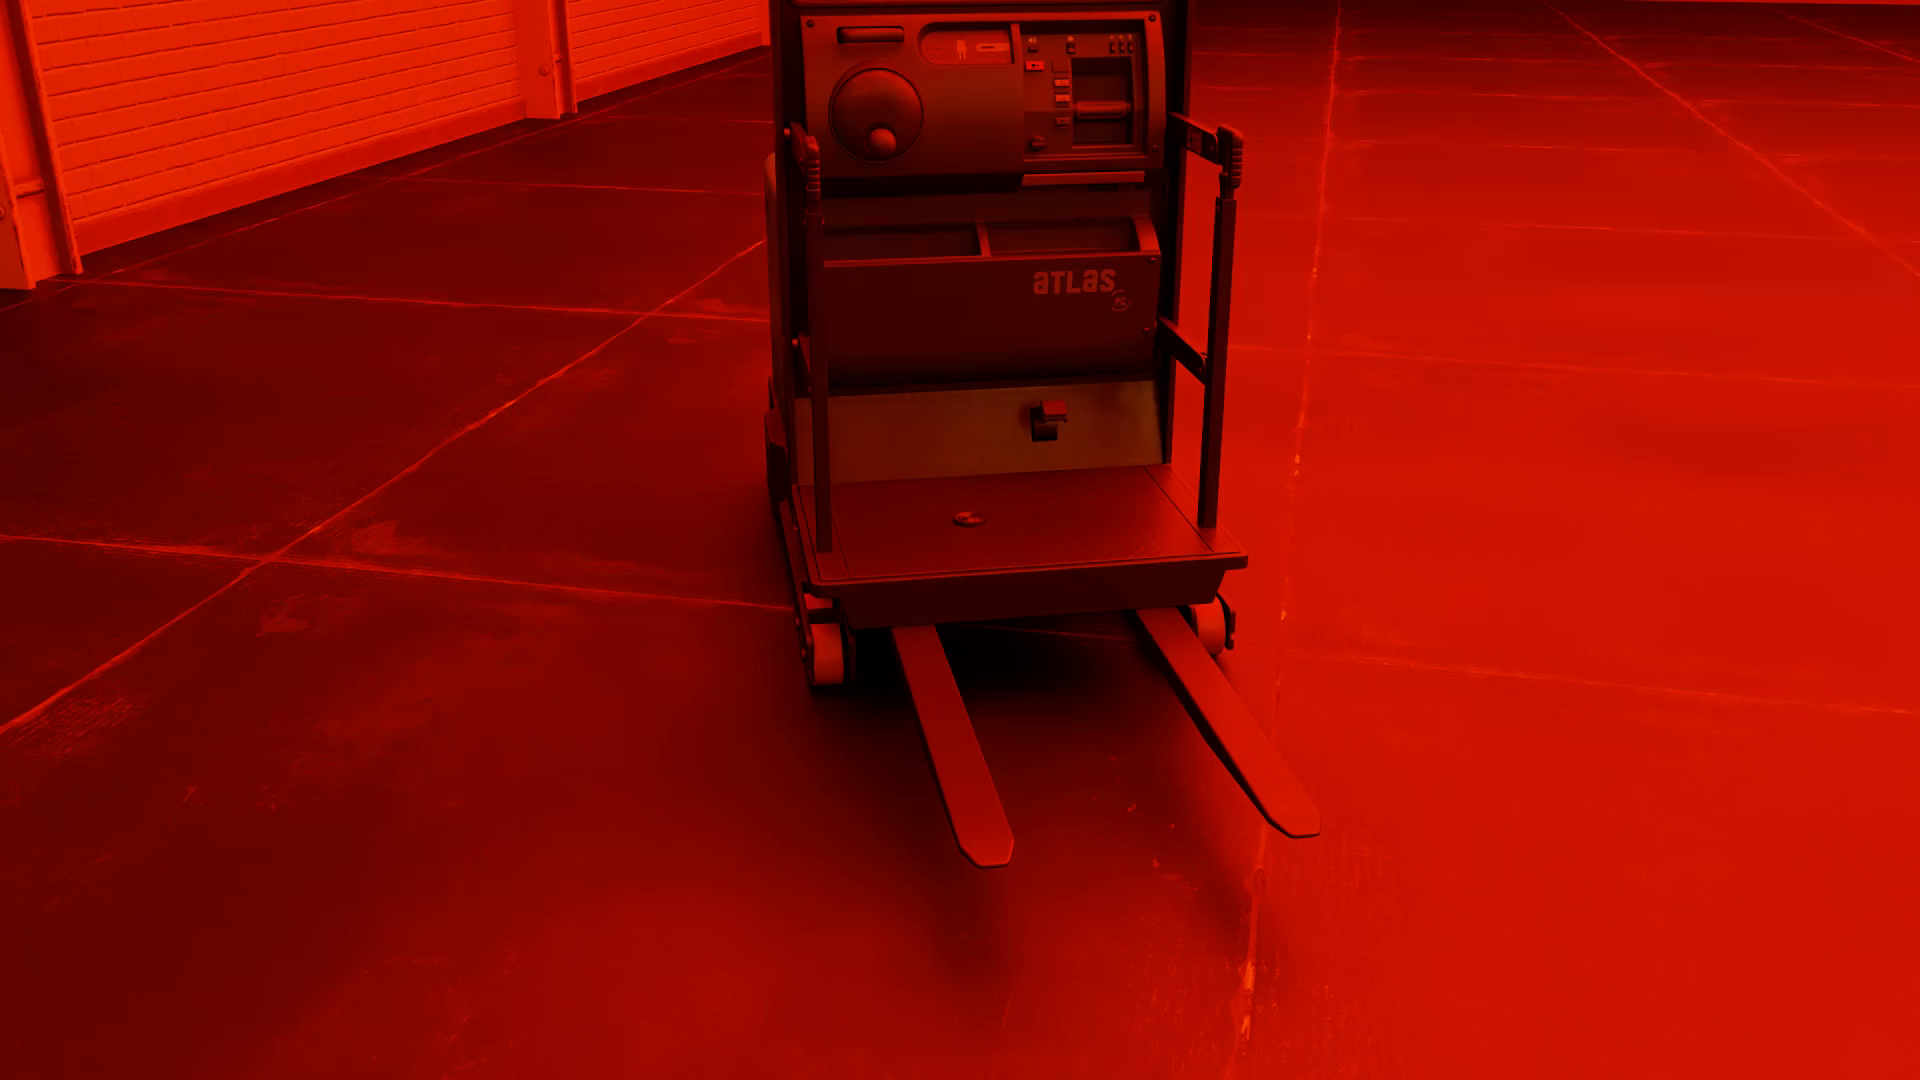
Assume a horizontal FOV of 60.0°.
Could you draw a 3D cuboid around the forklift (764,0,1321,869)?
[{"bbox_3d":[0.104,-1.131,4.040,1.130,2.935,3.031,-4,22,-9],"label":"forklift"}]
